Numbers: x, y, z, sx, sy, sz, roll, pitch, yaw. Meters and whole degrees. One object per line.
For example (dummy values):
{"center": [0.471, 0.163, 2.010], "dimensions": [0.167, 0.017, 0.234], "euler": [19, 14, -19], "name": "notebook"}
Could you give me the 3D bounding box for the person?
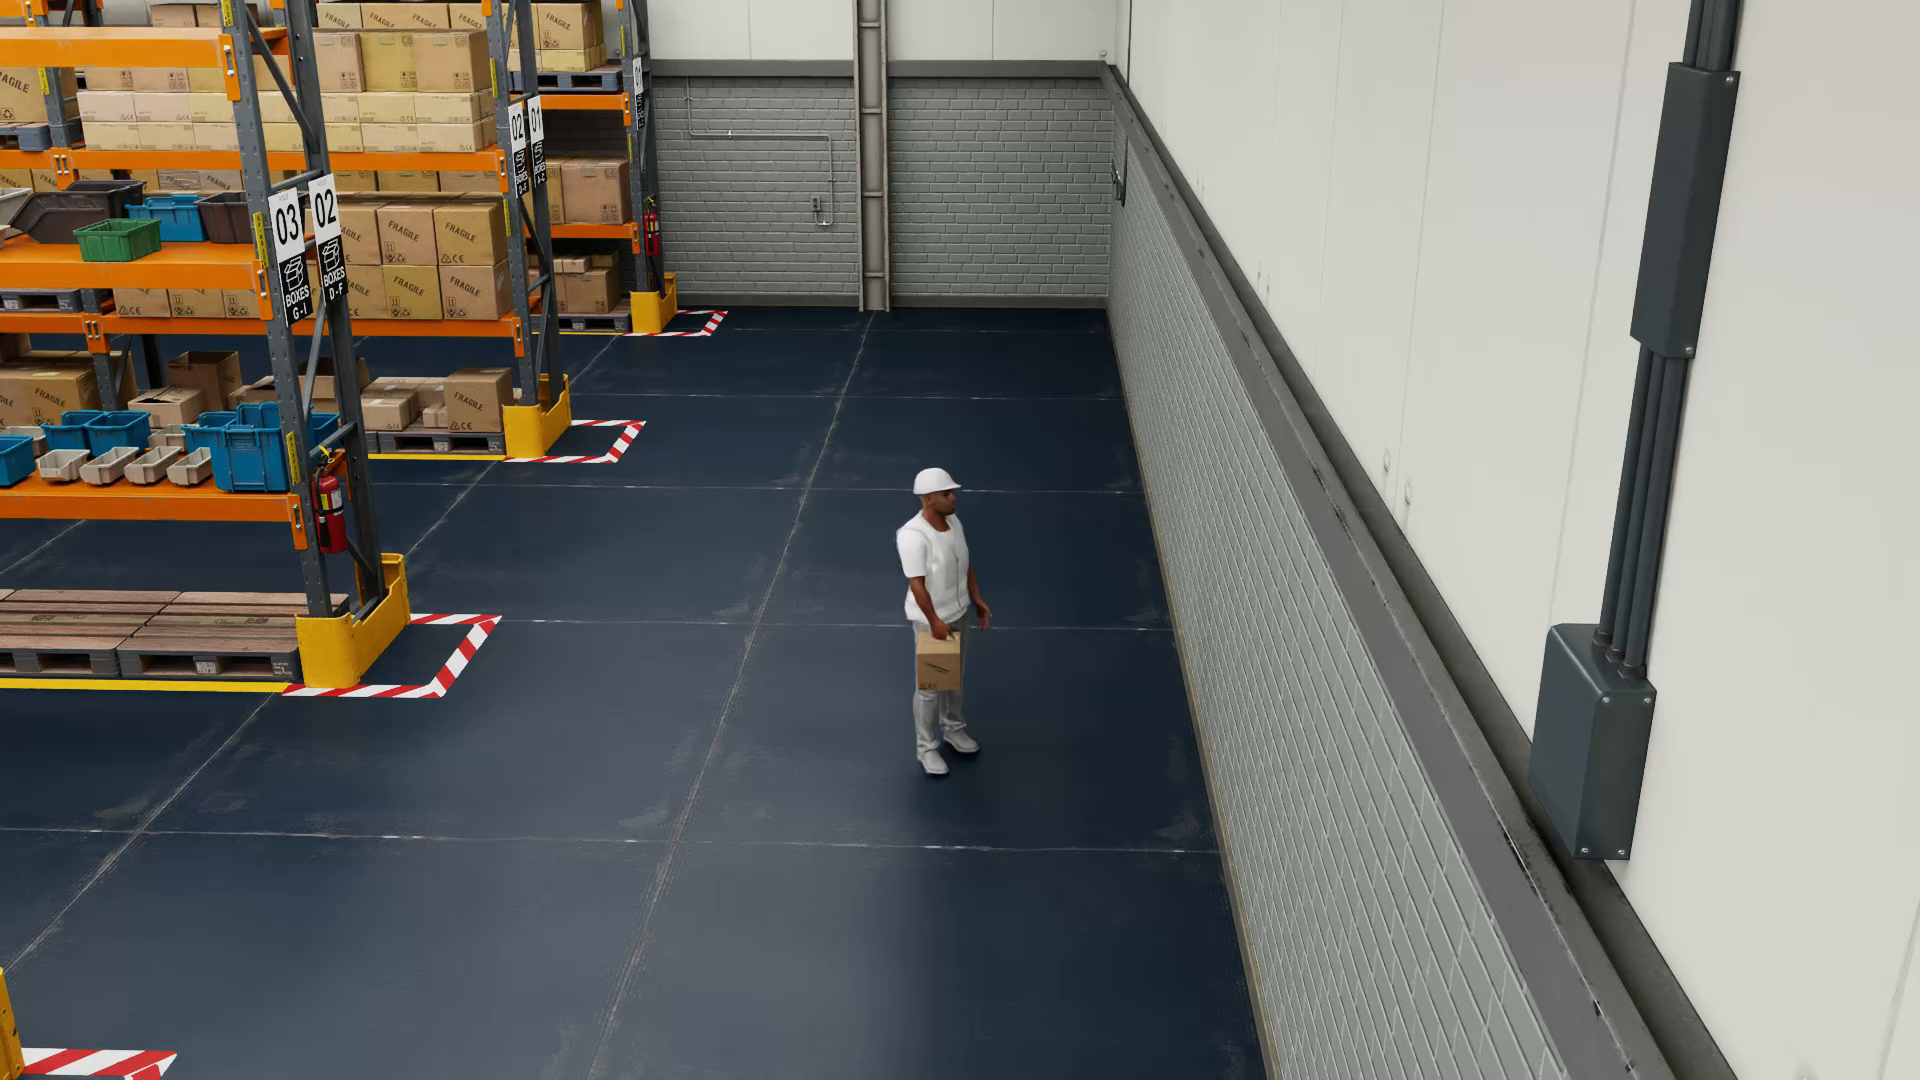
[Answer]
{"center": [-0.097, 0.452, 9.797], "dimensions": [0.476, 1.777, 0.603], "euler": [13, 24, 30], "name": "person"}
